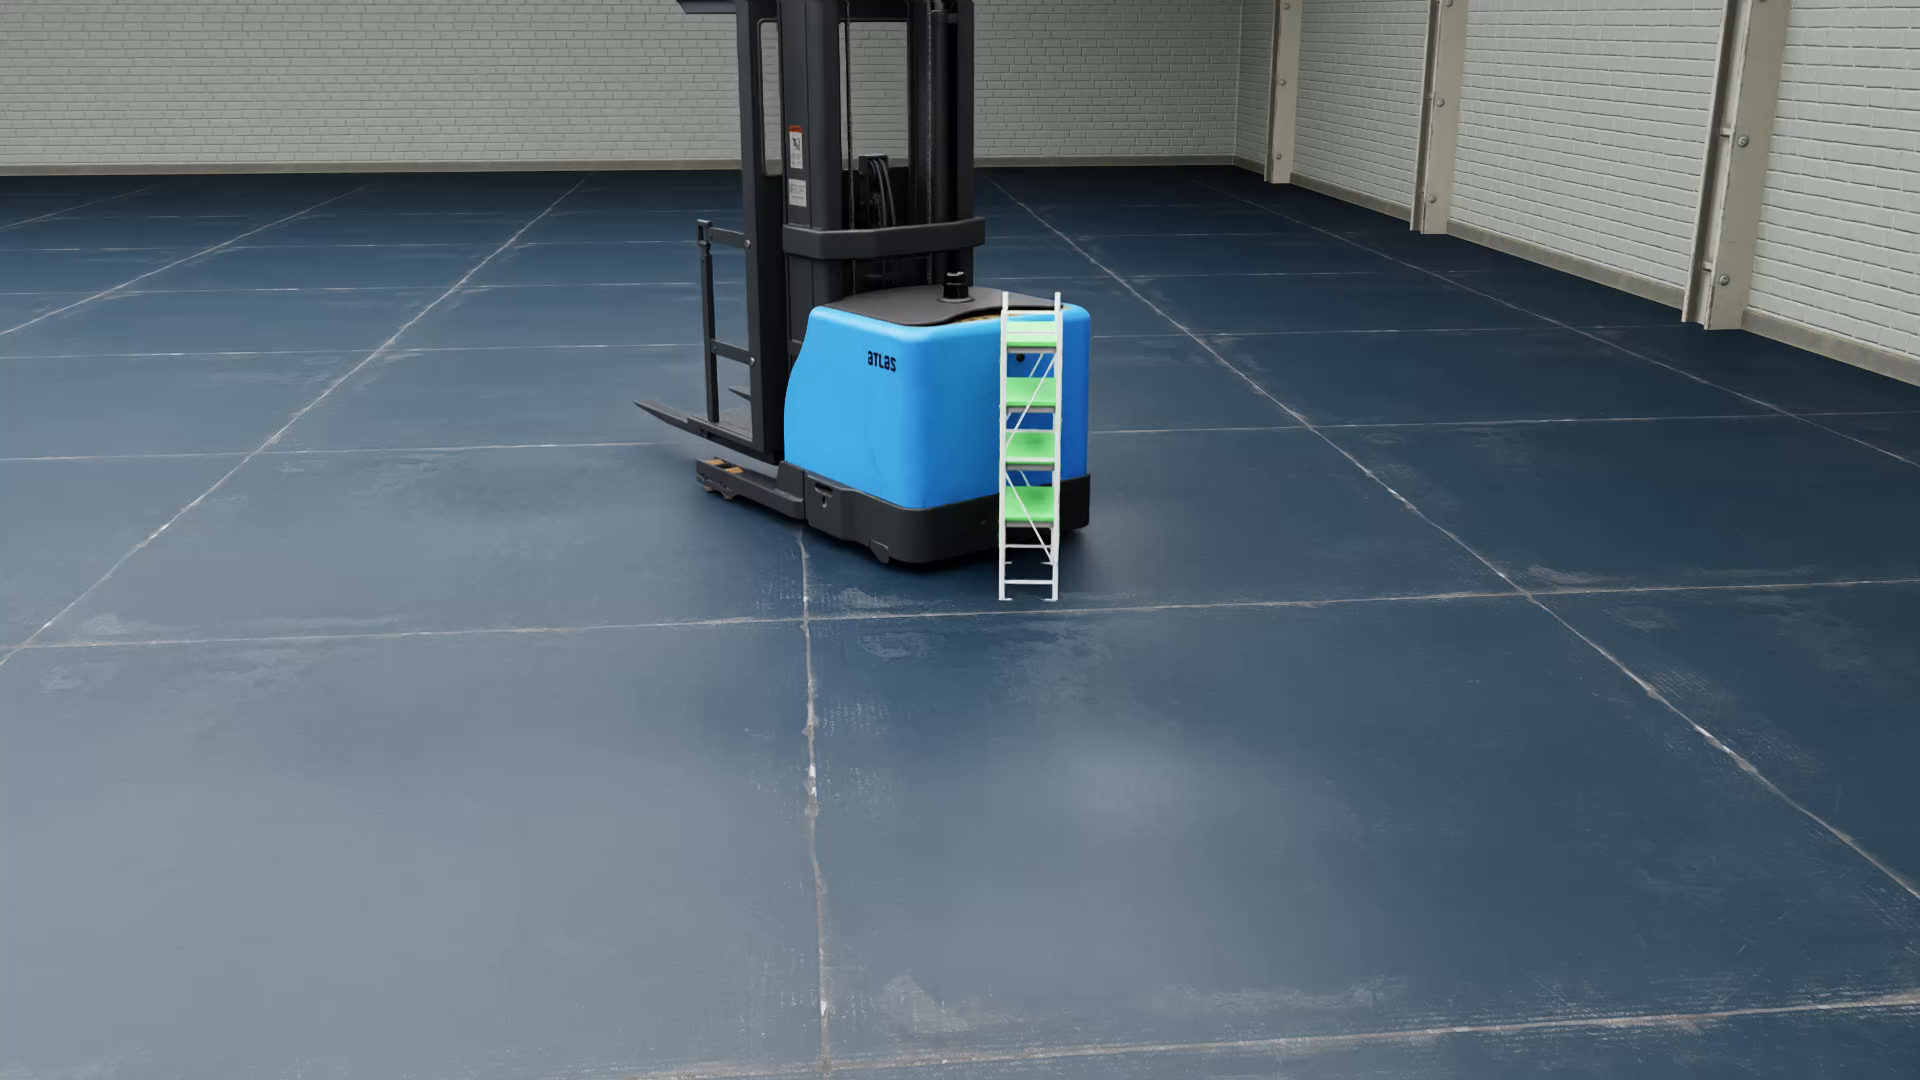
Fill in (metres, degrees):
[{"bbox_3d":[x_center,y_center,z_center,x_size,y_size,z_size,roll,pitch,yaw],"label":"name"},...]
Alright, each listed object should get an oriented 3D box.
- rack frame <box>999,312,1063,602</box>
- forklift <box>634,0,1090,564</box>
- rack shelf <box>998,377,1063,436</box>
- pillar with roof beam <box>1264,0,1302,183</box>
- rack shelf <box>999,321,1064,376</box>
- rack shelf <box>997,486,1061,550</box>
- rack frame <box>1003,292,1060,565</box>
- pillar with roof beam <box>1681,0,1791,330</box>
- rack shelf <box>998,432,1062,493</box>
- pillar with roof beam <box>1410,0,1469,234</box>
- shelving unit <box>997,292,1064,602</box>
[{"bbox_3d":[0.282,-0.320,6.695,0.240,1.200,0.015,1,17,2],"label":"rack frame"},{"bbox_3d":[-0.685,-1.674,8.116,1.130,2.935,3.031,-13,21,-35],"label":"forklift"},{"bbox_3d":[0.292,-0.561,6.874,0.258,0.148,0.480,1,17,2],"label":"rack shelf"},{"bbox_3d":[0.392,-9.426,22.678,9.100,9.000,0.400,-2,18,-6],"label":"pillar with roof beam"},{"bbox_3d":[0.292,-0.790,6.803,0.258,0.148,0.480,1,17,2],"label":"rack shelf"},{"bbox_3d":[0.292,-0.104,7.018,0.258,0.148,0.480,1,17,2],"label":"rack shelf"},{"bbox_3d":[0.301,-0.466,7.160,0.240,1.200,0.015,1,17,2],"label":"rack frame"},{"bbox_3d":[1.629,-5.851,11.290,9.100,9.000,0.400,-2,18,-6],"label":"pillar with roof beam"},{"bbox_3d":[0.292,-0.332,6.946,0.258,0.148,0.480,1,17,2],"label":"rack shelf"},{"bbox_3d":[1.011,-7.639,16.984,9.100,9.000,0.400,-2,18,-6],"label":"pillar with roof beam"},{"bbox_3d":[0.292,-0.393,6.927,0.258,1.200,0.503,1,17,2],"label":"shelving unit"}]
